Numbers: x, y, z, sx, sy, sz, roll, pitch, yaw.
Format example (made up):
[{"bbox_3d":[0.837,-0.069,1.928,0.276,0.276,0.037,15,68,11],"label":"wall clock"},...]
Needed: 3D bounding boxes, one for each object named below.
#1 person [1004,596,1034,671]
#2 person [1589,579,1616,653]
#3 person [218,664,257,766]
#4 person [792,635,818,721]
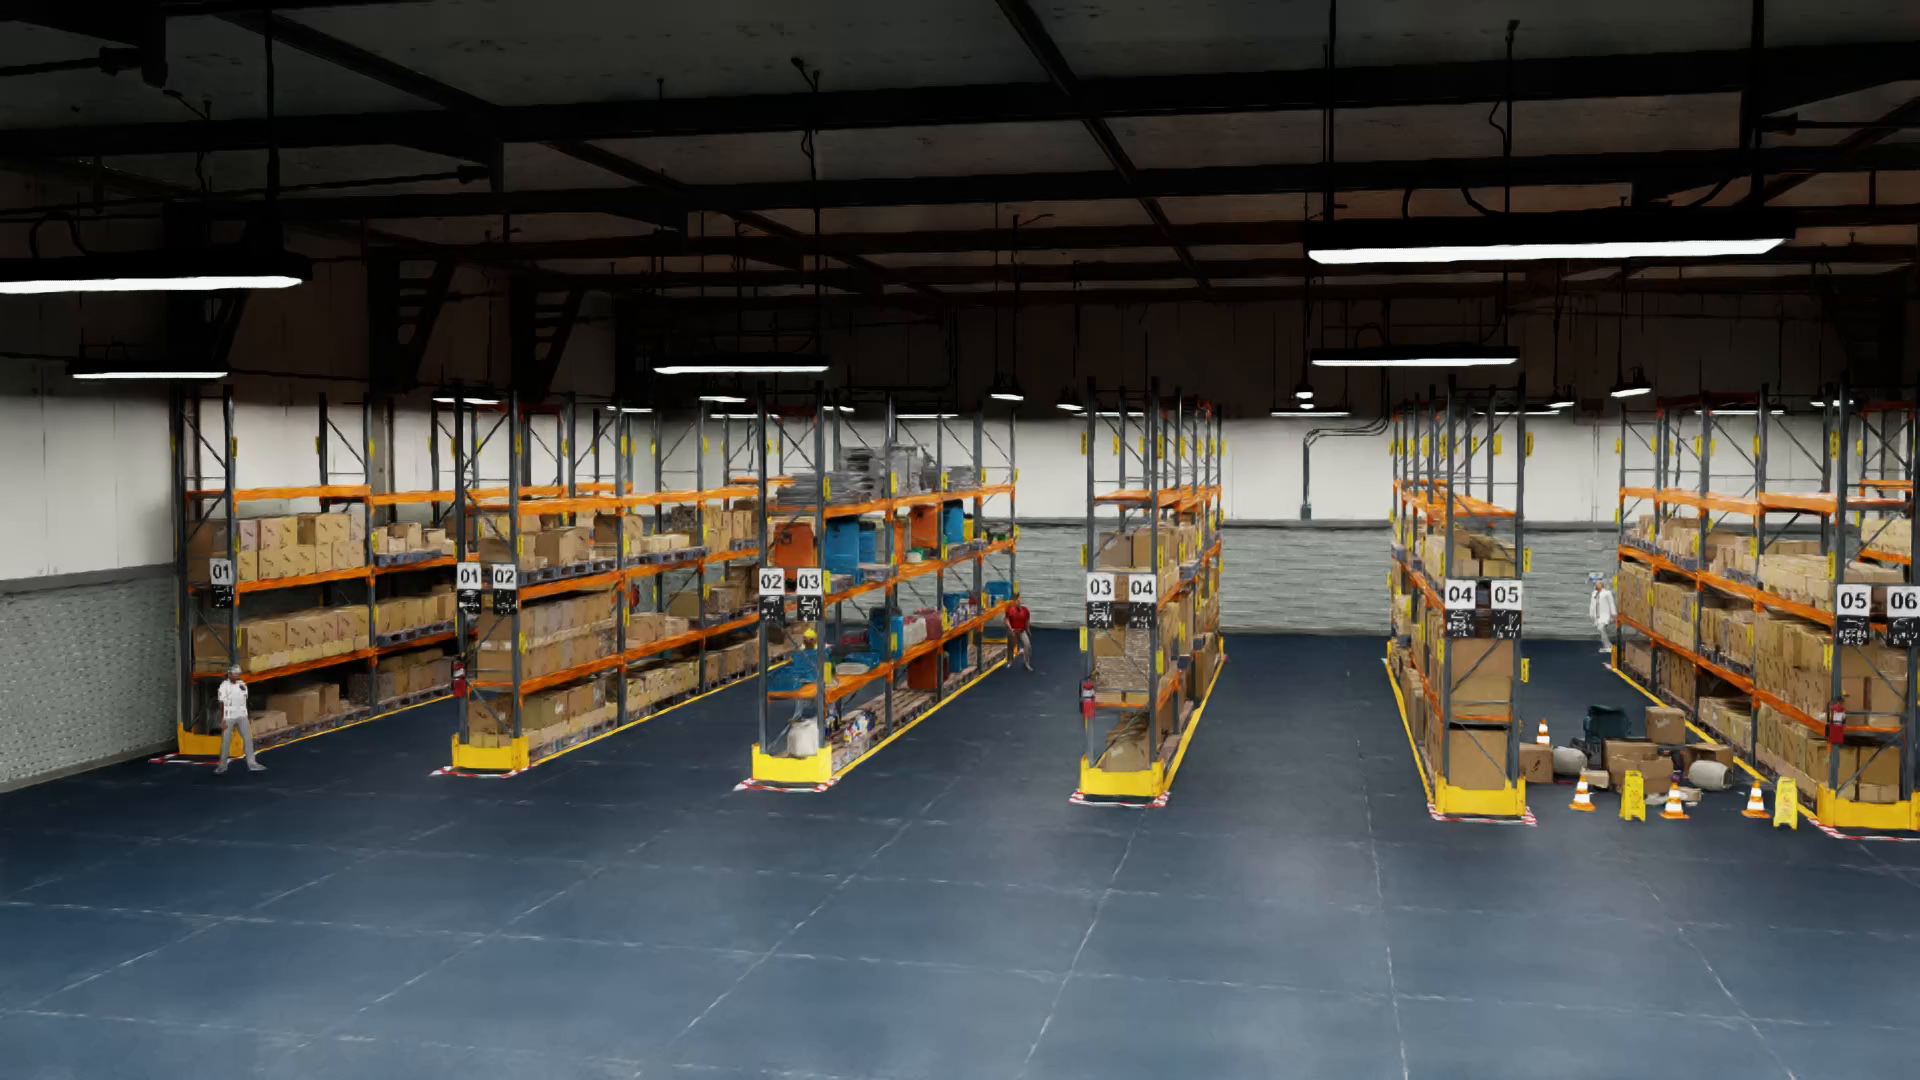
[{"bbox_3d":[1.299,2.075,37.250,0.667,1.677,0.725,-1,3,-13],"label":"person"},{"bbox_3d":[15.632,1.840,40.422,0.541,1.763,0.695,-1,4,-25],"label":"person"},{"bbox_3d":[-11.127,2.692,25.529,0.444,1.606,0.524,3,5,45],"label":"person"},{"bbox_3d":[-2.669,2.443,30.148,0.571,1.614,0.863,1,3,22],"label":"person"}]
